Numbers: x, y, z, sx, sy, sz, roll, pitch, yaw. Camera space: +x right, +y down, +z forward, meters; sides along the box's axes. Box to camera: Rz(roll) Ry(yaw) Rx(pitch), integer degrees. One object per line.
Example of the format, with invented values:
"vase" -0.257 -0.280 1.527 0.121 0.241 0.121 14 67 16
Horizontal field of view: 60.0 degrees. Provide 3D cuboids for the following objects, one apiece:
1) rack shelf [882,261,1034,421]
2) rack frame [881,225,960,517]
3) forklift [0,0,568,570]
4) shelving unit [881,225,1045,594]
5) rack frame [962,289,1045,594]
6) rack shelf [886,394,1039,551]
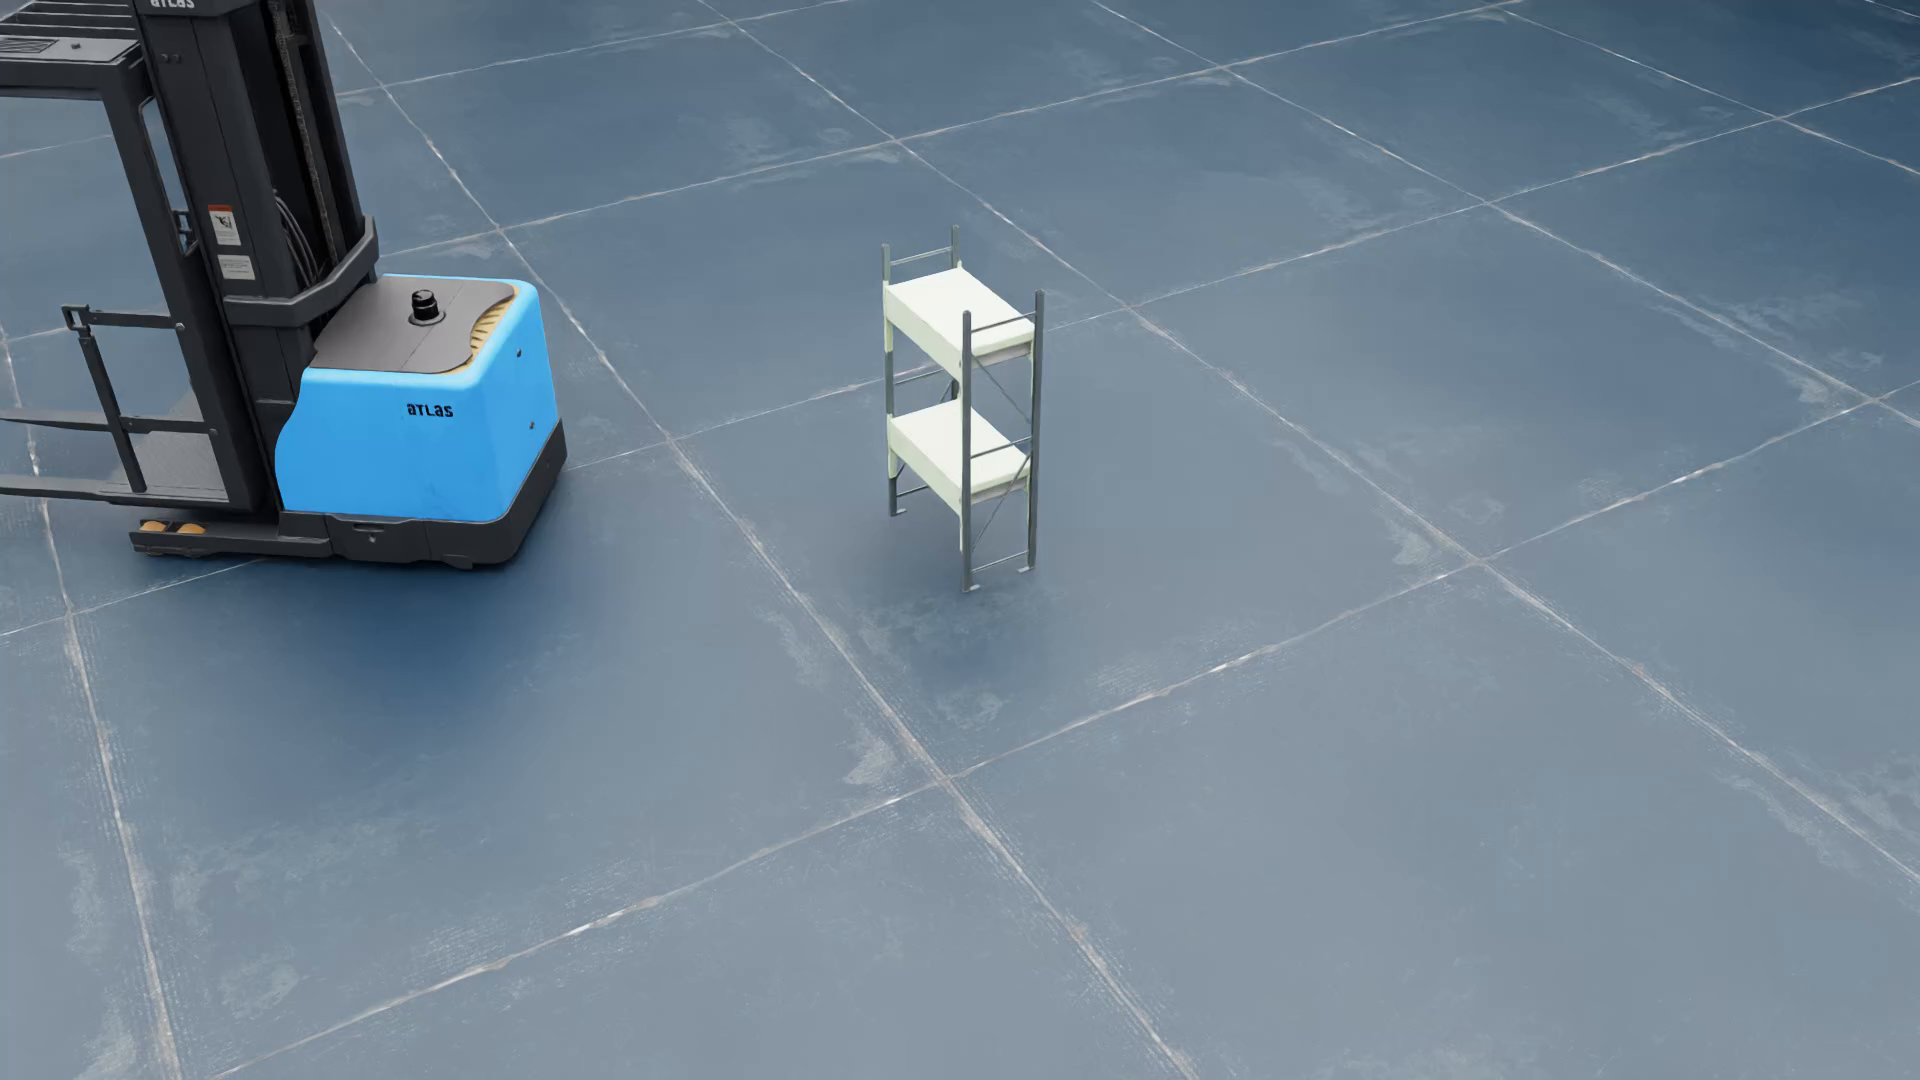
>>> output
"rack shelf" 0.003 -0.917 7.573 0.431 0.370 0.720 -19 40 -24
"rack frame" -0.181 -0.789 8.059 0.400 1.500 0.023 -19 40 -24
"forklift" -3.611 -1.403 7.686 3.031 2.935 1.130 3 36 5
"shelving unit" 0.003 -0.602 7.803 0.431 1.500 0.755 -19 40 -24
"rack frame" 0.187 -0.416 7.547 0.400 1.500 0.023 -19 40 -24
"rack shelf" 0.003 -0.339 7.995 0.431 0.370 0.720 -19 40 -24
